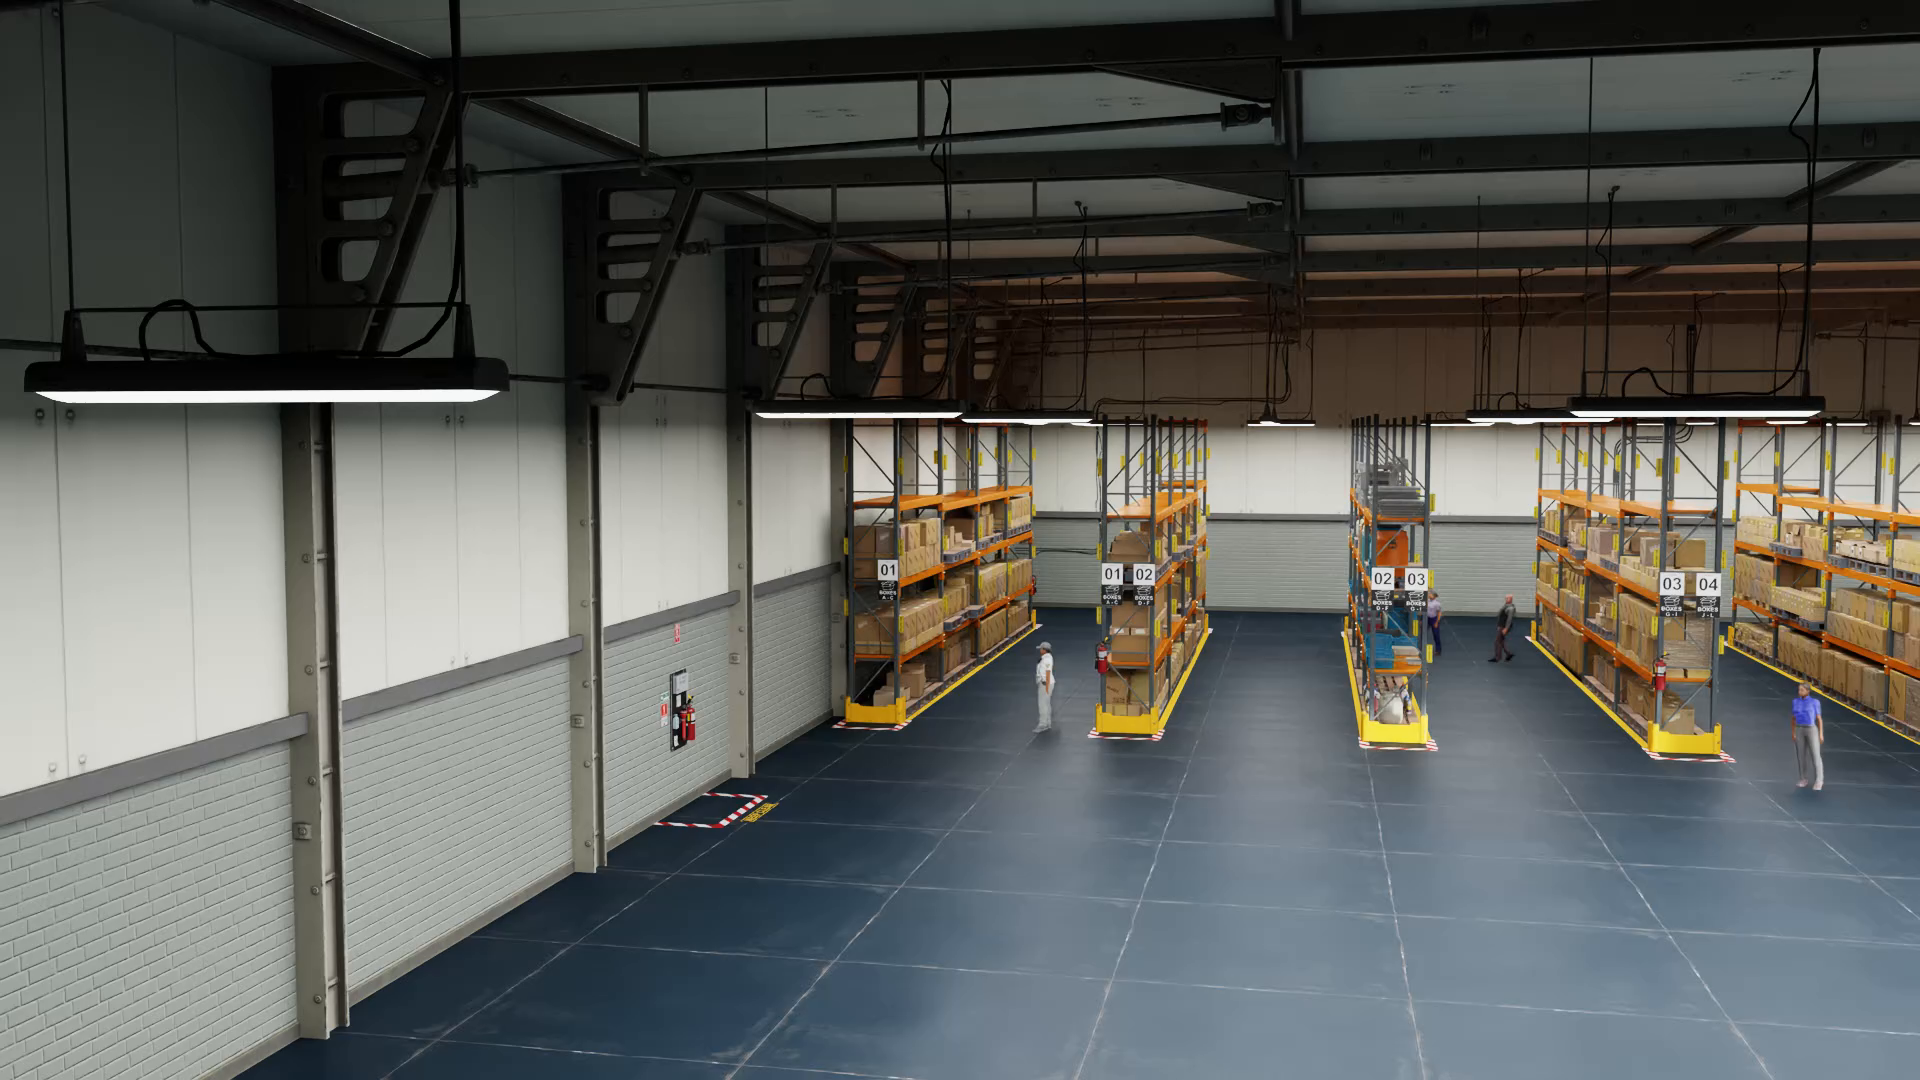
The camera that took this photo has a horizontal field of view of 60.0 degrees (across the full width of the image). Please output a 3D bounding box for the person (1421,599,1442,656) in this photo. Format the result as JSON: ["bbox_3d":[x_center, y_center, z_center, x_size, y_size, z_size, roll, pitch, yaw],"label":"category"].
[{"bbox_3d":[11.985,2.196,42.303,0.541,1.449,0.371,3,5,40],"label":"person"}]

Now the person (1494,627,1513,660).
[{"bbox_3d":[13.368,2.488,40.919,0.448,0.935,0.457,1,4,19],"label":"person"}]

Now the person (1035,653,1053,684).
[{"bbox_3d":[1.600,2.447,31.682,0.334,0.580,0.475,0,4,3],"label":"person"}]
